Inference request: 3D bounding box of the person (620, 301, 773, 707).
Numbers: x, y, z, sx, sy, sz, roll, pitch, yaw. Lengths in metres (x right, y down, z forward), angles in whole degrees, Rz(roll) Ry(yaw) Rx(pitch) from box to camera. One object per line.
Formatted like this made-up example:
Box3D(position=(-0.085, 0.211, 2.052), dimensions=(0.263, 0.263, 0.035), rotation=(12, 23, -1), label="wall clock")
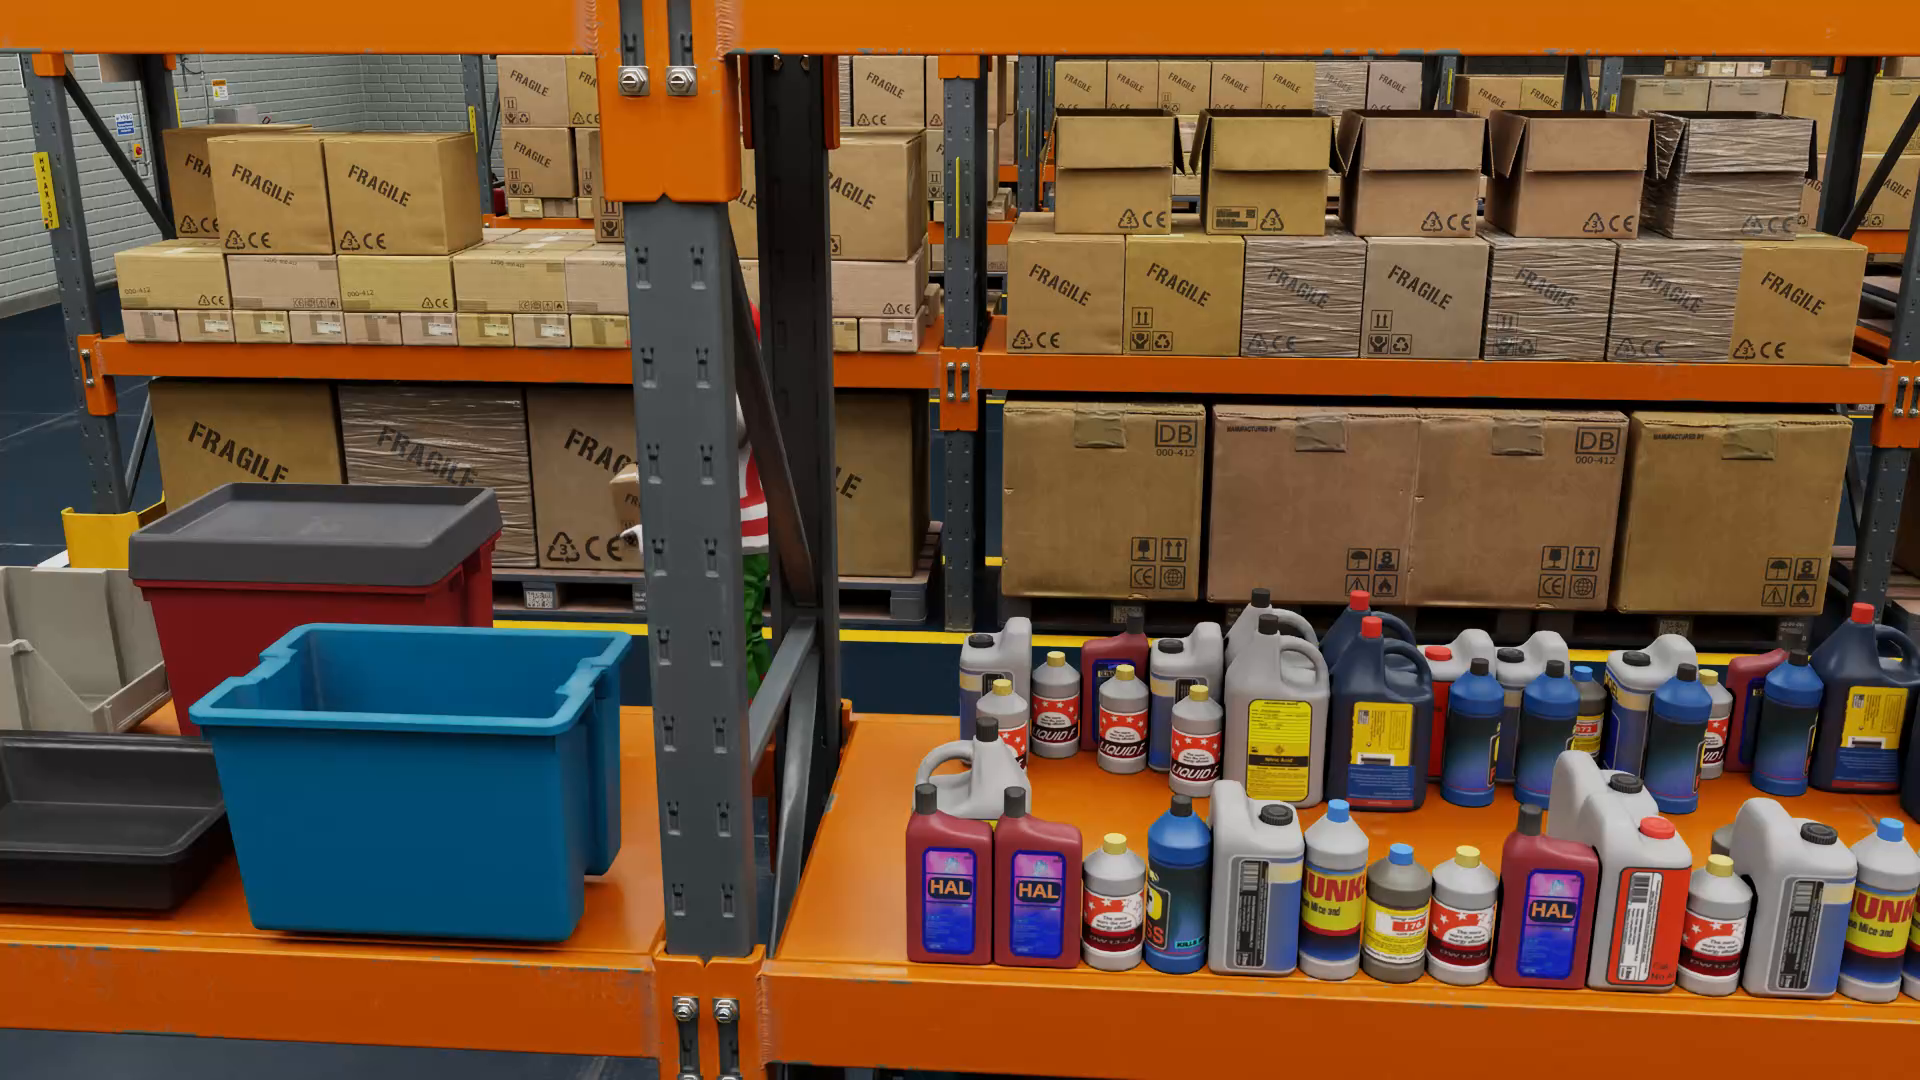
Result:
Box3D(position=(-0.911, 0.010, 5.975), dimensions=(0.561, 1.787, 0.495), rotation=(1, 17, 4), label="person")
